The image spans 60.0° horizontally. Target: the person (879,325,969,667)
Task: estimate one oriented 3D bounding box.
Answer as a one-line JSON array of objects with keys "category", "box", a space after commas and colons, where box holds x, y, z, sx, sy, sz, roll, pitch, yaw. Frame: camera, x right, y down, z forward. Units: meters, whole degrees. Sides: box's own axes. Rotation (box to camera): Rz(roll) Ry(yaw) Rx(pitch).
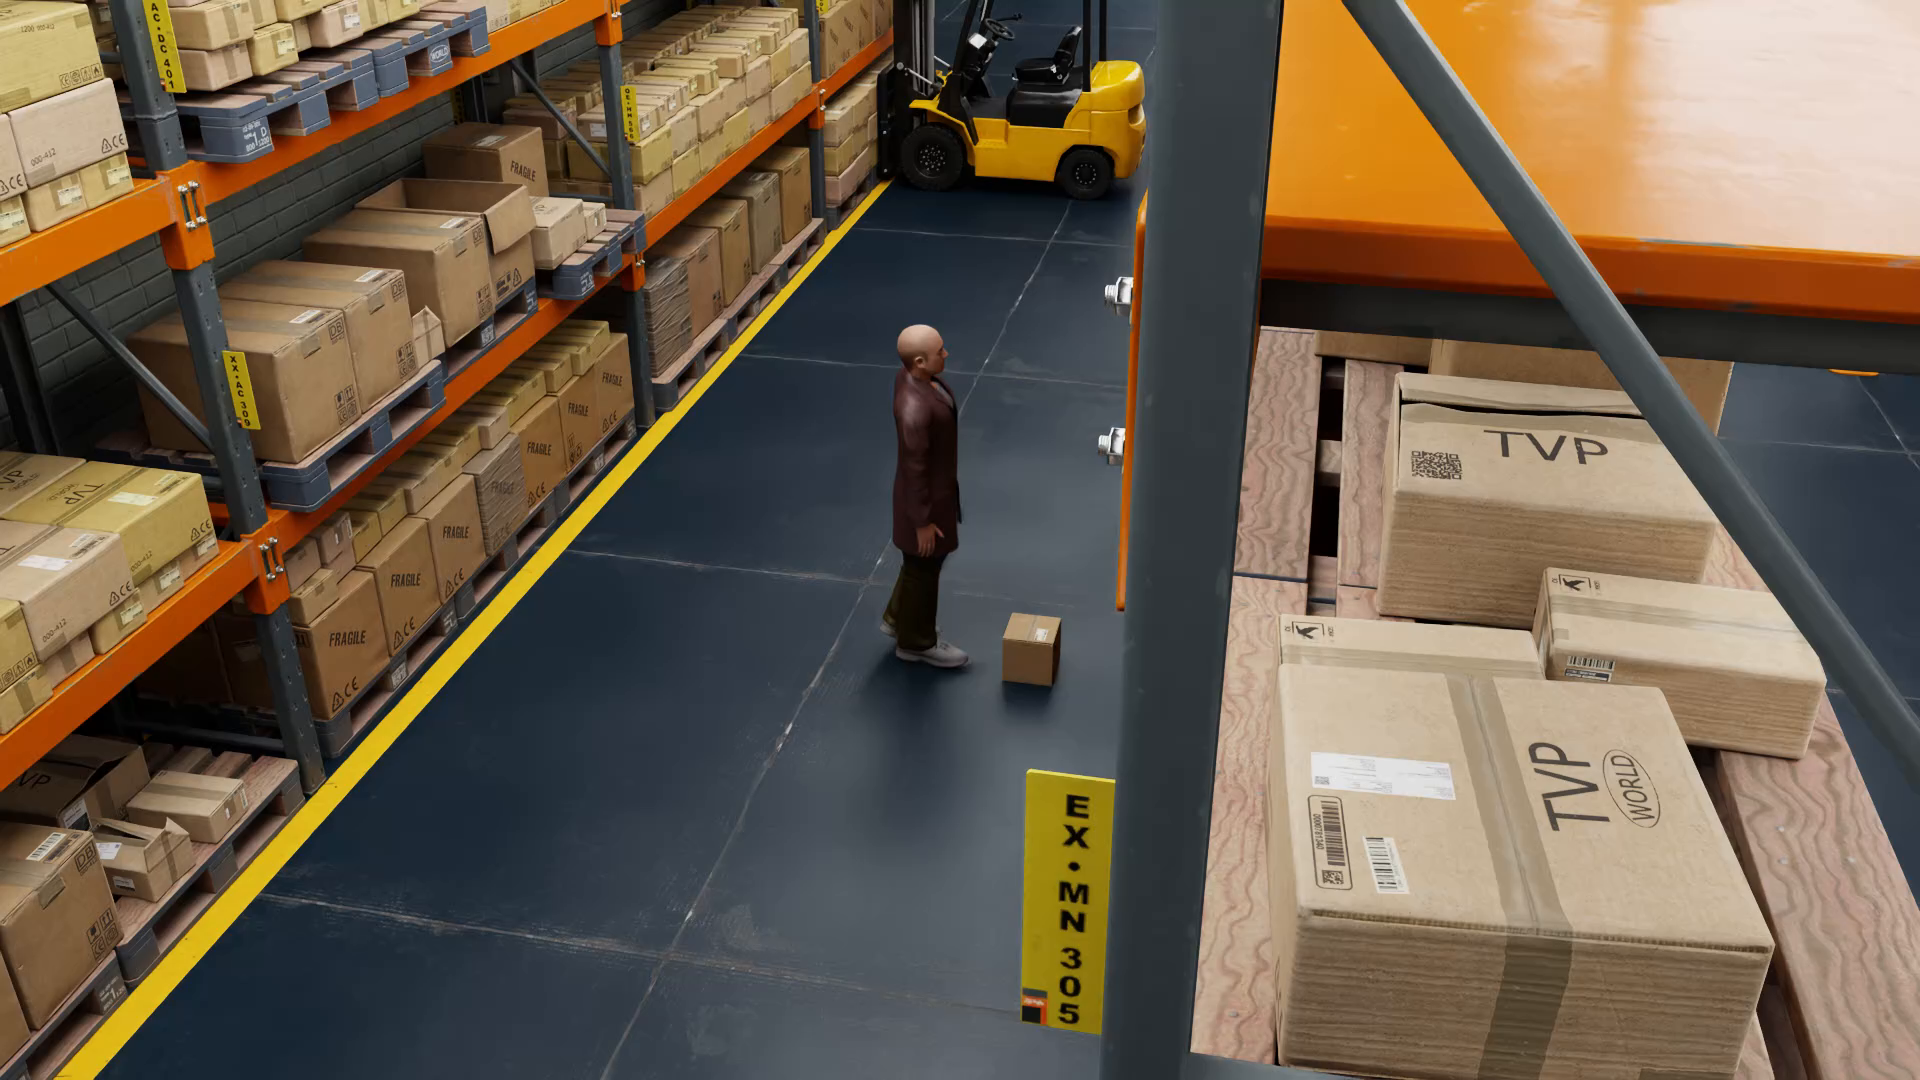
[{"category": "person", "box": [-0.184, -0.092, 8.021, 0.459, 1.632, 0.634, 1, 28, 2]}]
